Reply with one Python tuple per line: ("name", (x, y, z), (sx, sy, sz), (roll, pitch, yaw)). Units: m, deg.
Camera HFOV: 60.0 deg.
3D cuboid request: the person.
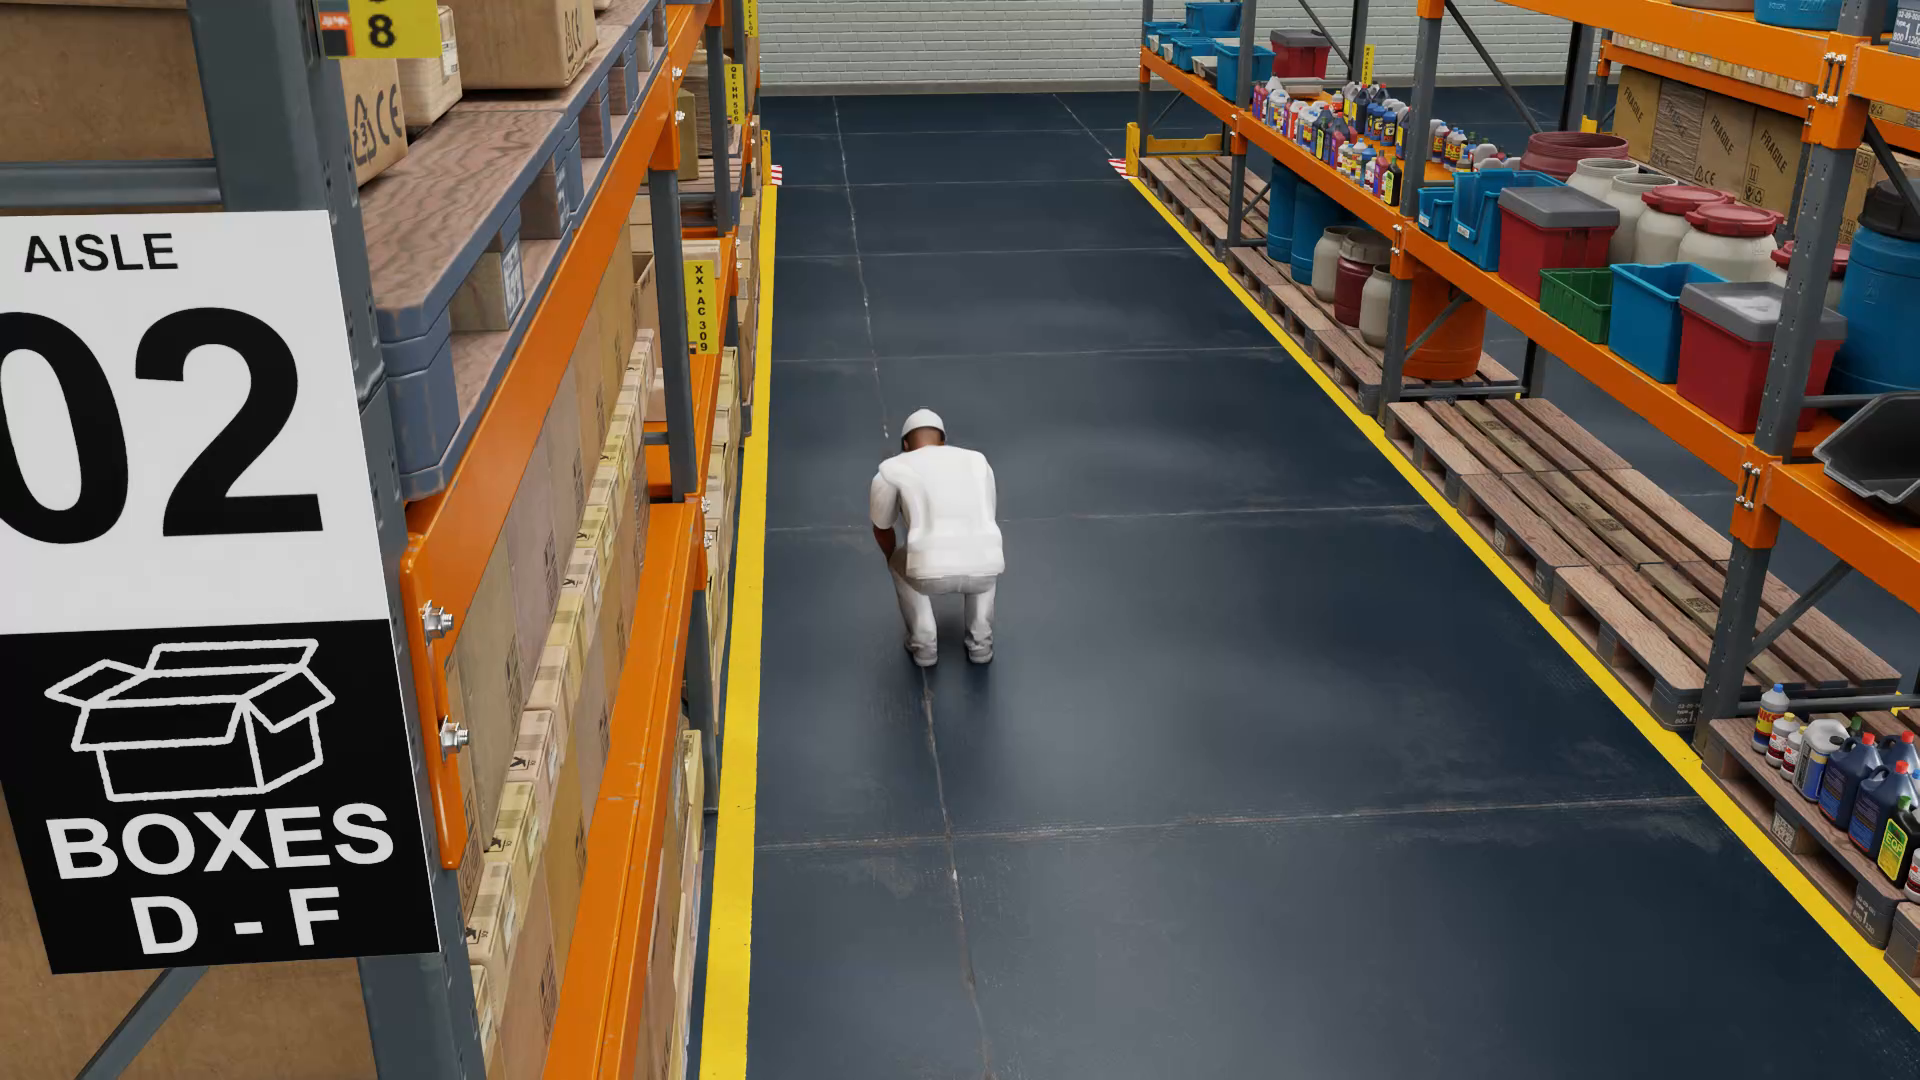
("person", (-0.104, -0.005, 7.515), (0.583, 1.025, 0.896), (-3, 24, -6))
